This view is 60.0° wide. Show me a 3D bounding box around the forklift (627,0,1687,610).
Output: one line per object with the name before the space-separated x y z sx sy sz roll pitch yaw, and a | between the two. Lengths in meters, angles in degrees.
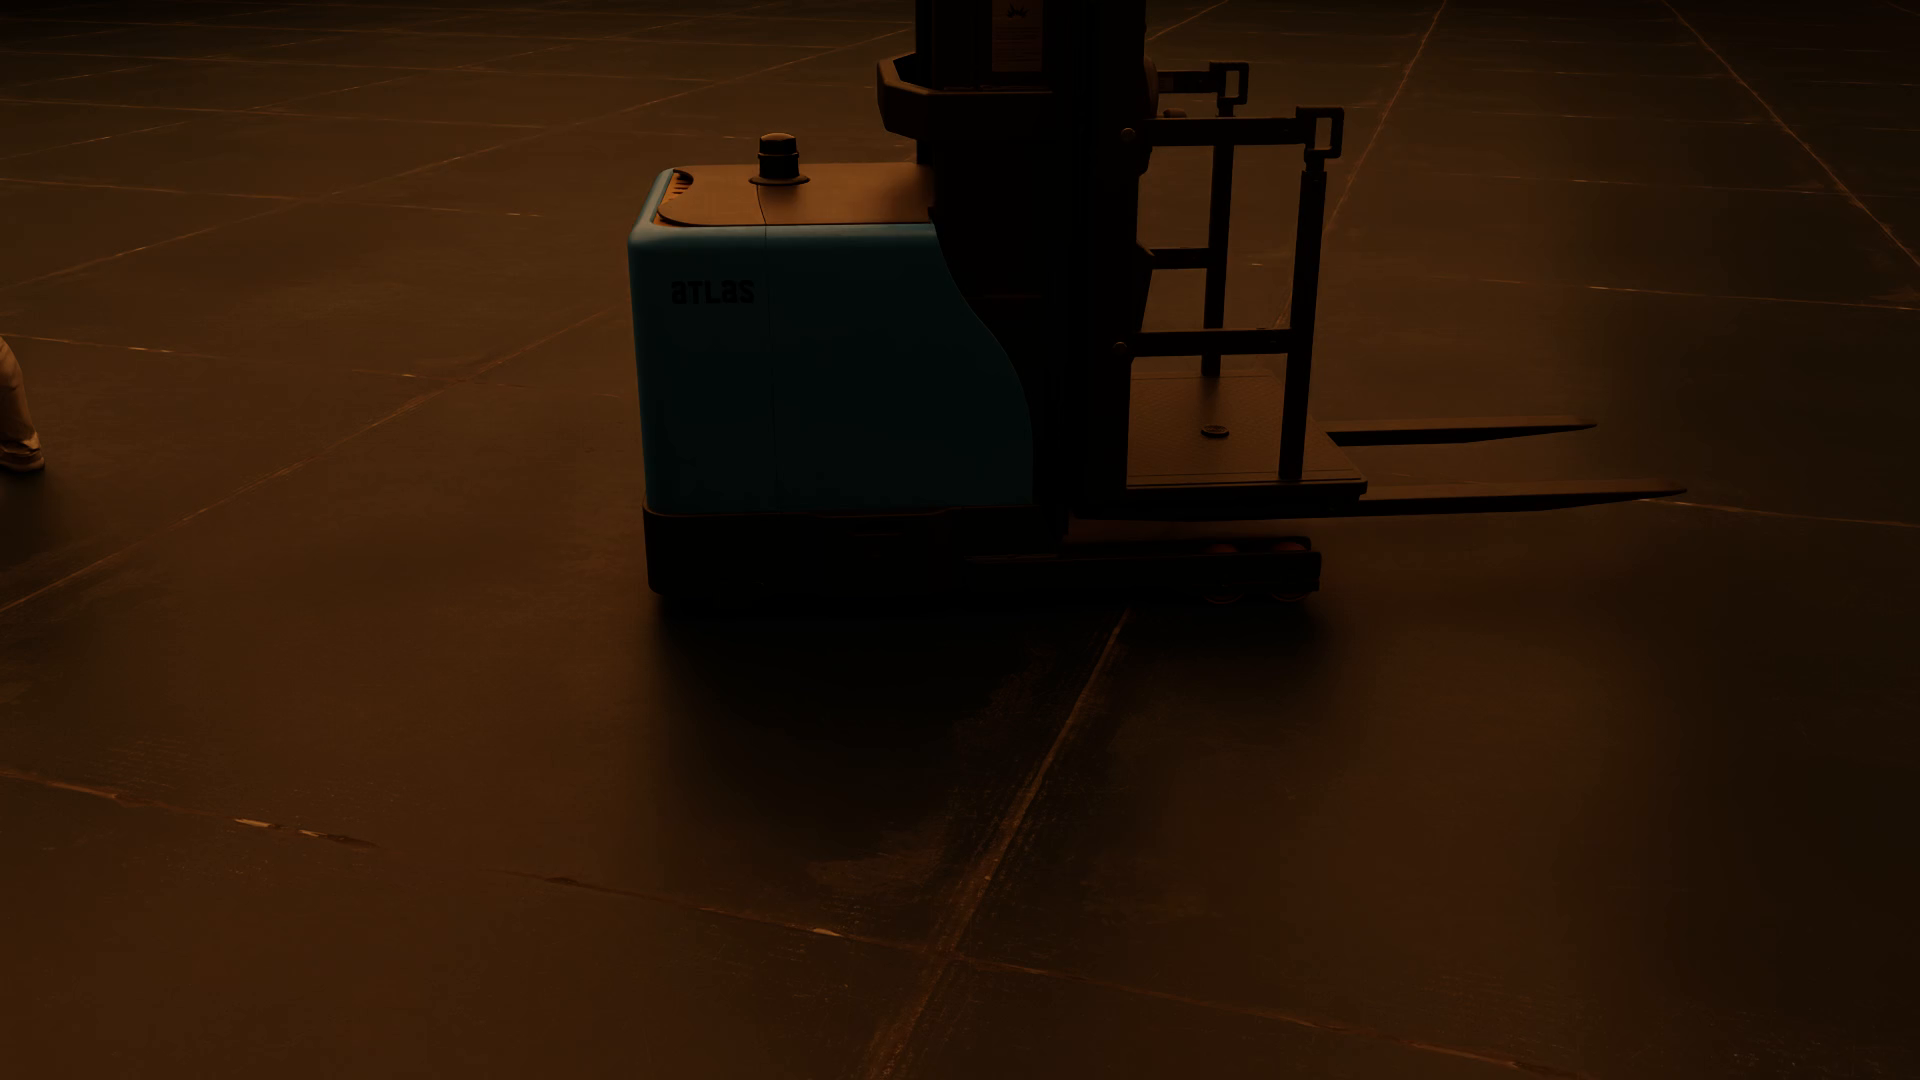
forklift | 0.606 -1.374 4.608 3.031 2.935 1.130 -2 23 -4

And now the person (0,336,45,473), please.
person | -3.299 -0.993 5.224 0.456 1.760 0.635 3 23 6
